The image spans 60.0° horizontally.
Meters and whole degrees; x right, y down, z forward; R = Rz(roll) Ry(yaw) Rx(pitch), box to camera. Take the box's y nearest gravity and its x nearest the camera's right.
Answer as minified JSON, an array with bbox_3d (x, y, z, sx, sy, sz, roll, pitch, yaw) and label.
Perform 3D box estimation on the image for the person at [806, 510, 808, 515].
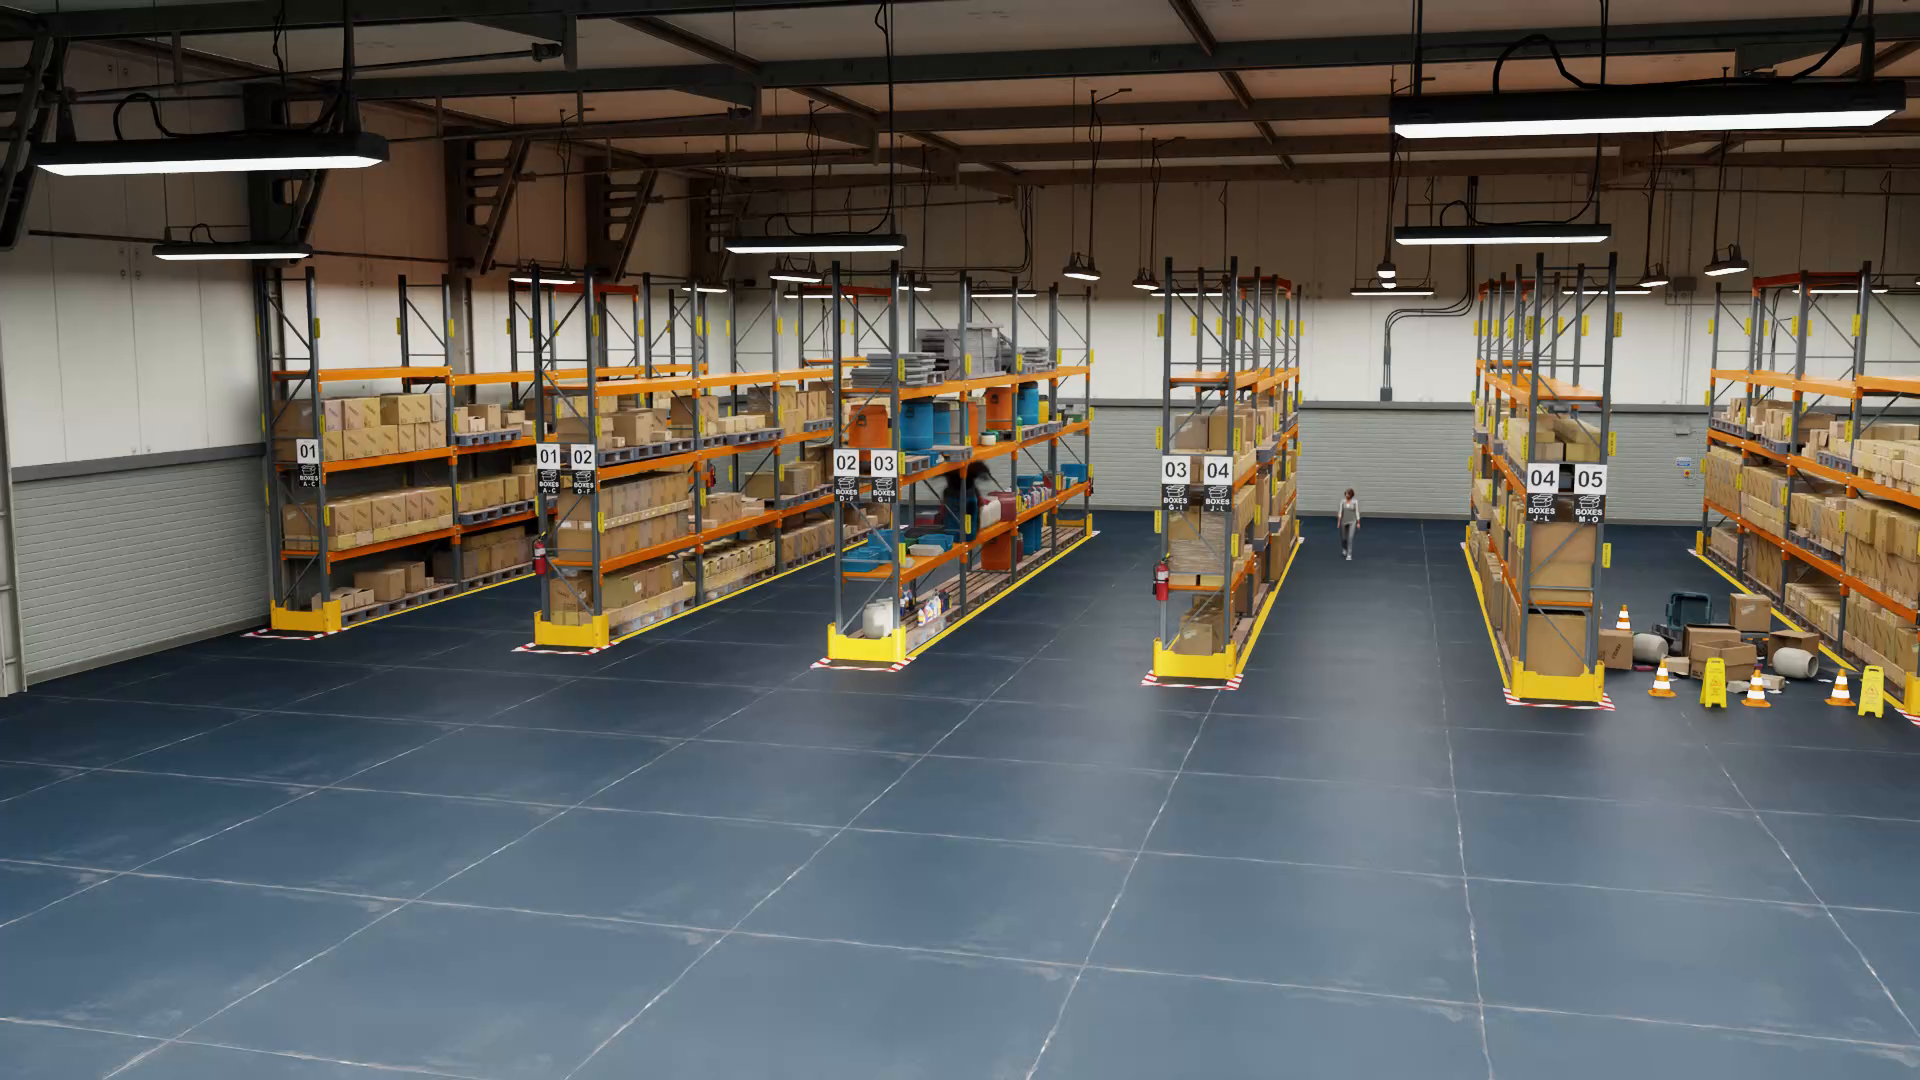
[{"bbox_3d":[-4.191,-1.339,43.603,0.649,1.743,0.884,1,7,10],"label":"person"}]

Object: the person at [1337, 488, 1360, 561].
[{"bbox_3d":[8.464,-0.364,36.195,0.493,1.556,0.823,2,7,14],"label":"person"}]

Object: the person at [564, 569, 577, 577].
[{"bbox_3d":[-7.601,0.060,32.600,0.419,1.702,0.503,0,7,4],"label":"person"}]
